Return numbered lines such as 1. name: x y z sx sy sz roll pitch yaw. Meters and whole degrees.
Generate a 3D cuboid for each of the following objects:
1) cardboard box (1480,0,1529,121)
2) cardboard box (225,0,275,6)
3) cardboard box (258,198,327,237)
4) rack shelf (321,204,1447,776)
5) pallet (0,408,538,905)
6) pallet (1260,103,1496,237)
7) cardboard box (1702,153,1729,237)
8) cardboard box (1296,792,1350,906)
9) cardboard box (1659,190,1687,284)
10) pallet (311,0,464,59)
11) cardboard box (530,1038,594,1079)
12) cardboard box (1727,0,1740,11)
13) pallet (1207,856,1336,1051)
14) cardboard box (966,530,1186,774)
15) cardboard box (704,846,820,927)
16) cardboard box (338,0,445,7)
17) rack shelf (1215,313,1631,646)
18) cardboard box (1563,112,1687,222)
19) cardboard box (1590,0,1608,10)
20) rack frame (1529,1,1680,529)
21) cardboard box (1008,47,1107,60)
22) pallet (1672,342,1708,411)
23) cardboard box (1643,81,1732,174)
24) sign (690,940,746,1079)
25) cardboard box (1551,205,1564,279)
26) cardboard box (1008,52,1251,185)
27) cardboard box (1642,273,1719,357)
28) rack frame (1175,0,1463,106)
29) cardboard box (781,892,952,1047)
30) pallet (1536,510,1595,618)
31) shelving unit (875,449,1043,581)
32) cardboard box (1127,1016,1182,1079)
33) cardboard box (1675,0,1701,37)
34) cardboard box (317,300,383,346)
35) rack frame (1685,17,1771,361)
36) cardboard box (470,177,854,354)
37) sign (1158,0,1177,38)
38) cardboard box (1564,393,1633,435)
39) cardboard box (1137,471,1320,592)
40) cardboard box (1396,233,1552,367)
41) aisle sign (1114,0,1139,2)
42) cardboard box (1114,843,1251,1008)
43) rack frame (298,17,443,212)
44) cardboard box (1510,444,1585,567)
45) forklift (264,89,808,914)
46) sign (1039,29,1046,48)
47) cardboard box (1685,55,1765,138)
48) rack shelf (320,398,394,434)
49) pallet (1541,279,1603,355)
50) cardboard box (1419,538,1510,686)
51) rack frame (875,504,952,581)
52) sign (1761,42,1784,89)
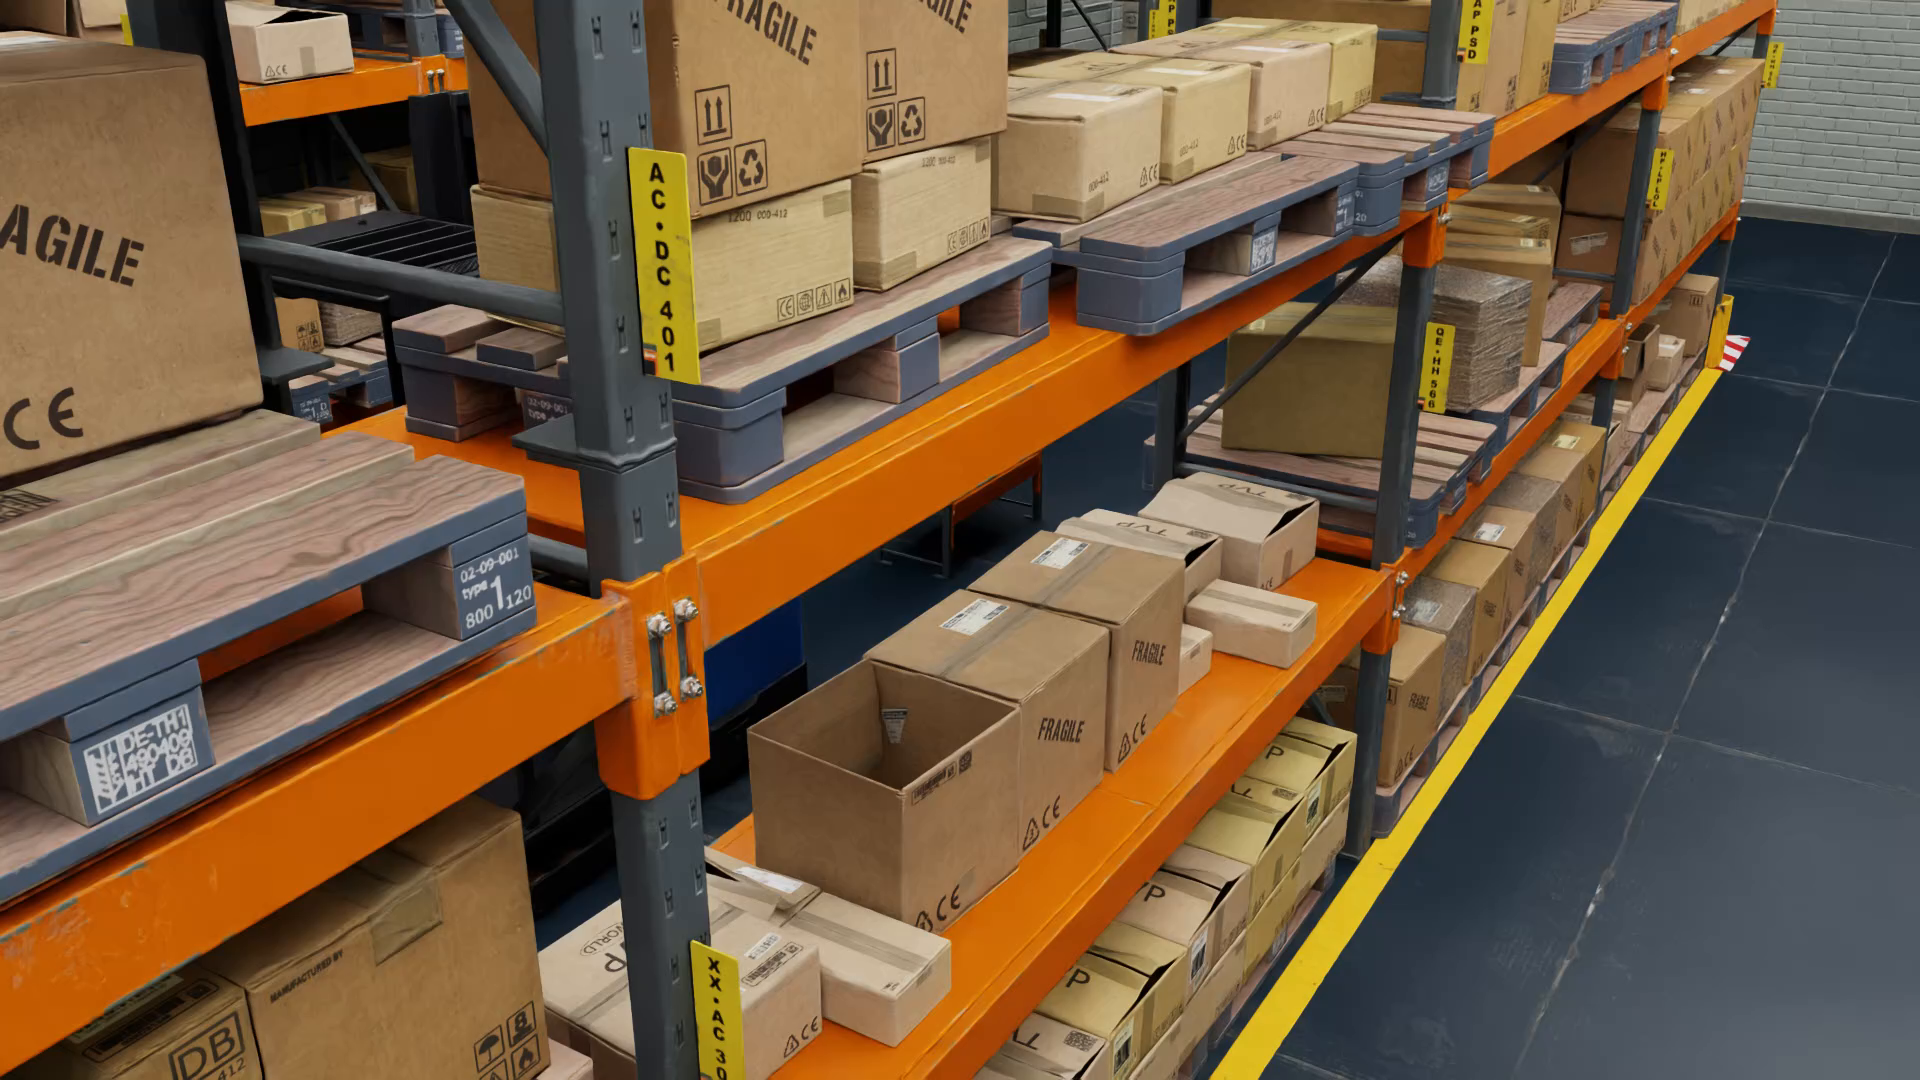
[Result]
1. cardboard box: 1.695 -1.945 6.565 0.910 0.500 0.500 14 27 29
2. cardboard box: -3.561 -2.469 7.752 0.500 0.500 0.500 14 27 29
3. cardboard box: -3.299 -1.544 8.044 0.380 0.149 0.250 9 25 20
4. rack shelf: 0.170 -0.567 4.414 1.077 0.370 4.000 14 27 29
5. pallet: -1.313 0.112 2.052 1.003 0.211 1.213 14 27 29
6. pallet: 0.943 -1.238 5.296 1.213 0.211 1.003 15 28 31
7. cardboard box: 4.901 -2.391 11.370 0.500 0.500 0.500 14 27 29
8. cardboard box: 1.155 1.102 6.361 0.500 0.250 0.500 15 27 30
9. cardboard box: 4.103 -1.880 10.192 0.500 0.500 0.500 14 27 30
10. pallet: -2.691 -2.751 8.791 1.213 0.211 1.003 15 28 31
11. cardboard box: -0.846 0.947 2.844 0.380 0.149 0.250 14 27 29
12. cardboard box: 4.595 -3.472 10.407 0.500 0.250 0.500 14 27 29
13. pallet: 0.758 1.354 6.358 1.003 0.211 1.213 14 27 29
14. cardboard box: 0.354 0.328 5.091 0.500 0.500 0.500 12 26 26
15. cardboard box: -0.577 0.881 4.109 0.396 0.266 0.258 13 27 28
16. cardboard box: -2.783 -3.030 8.517 0.700 0.500 0.500 12 26 25
17. rack shelf: 2.280 -0.541 8.129 1.077 0.370 4.000 14 27 29
18. cardboard box: 3.822 -2.151 9.558 0.500 0.500 0.500 15 27 30
19. cardboard box: 3.007 -3.052 8.469 0.600 0.600 0.600 11 26 24
20. rack frame: 3.335 -1.546 9.545 1.000 3.000 0.127 14 27 29
21. cardboard box: 0.974 -3.896 14.597 0.980 0.700 0.700 15 28 31
22. pallet: 4.985 -1.321 12.537 1.003 0.211 1.213 14 27 29
23. cardboard box: 4.637 -2.673 10.764 0.500 0.500 0.500 15 27 31
24. sign: -0.413 0.836 2.853 0.100 0.325 0.005 14 27 29
25. cardboard box: 3.381 -1.814 10.039 0.500 0.500 0.500 14 27 30
26. cardboard box: 0.461 -1.160 4.538 0.500 0.250 0.500 13 27 28
27. cardboard box: 5.367 -1.716 12.530 0.500 0.500 0.500 14 27 29
28. rack frame: 1.225 -2.949 5.235 1.000 3.000 0.127 14 27 29
29. cardboard box: -0.244 1.013 3.950 0.380 0.149 0.250 14 27 29
30. pallet: 2.938 0.016 9.447 1.003 0.211 1.213 14 27 29
31. shelving unit: 0.004 -0.518 9.532 0.538 1.125 1.048 14 27 29
32. cardboard box: 0.349 1.620 5.165 0.500 0.250 0.500 14 27 30
33. cardboard box: 3.802 -2.966 9.238 0.500 0.250 0.500 14 27 29
34. cardboard box: -3.225 -1.320 8.343 0.700 0.500 0.500 11 26 23
35. rack frame: 5.445 -2.896 12.664 1.000 3.000 0.127 14 27 29
36. cardboard box: -0.552 -0.552 3.134 0.500 0.250 0.500 17 29 34
37. sign: 0.765 -1.924 5.992 0.100 0.325 0.005 14 27 29
38. cardboard box: 4.188 -0.838 10.922 0.380 0.166 0.250 14 27 29
39. cardboard box: 0.996 -0.041 6.182 0.500 0.311 0.500 16 28 32
40. cardboard box: 2.455 -1.175 8.035 0.700 0.500 0.500 7 24 16
41. aisle sign: 1.527 -5.087 14.453 0.394 0.787 0.004 14 27 29
42. cardboard box: 0.621 1.191 5.450 0.500 0.311 0.500 14 27 29
43. rack frame: -2.985 -1.233 8.822 1.000 3.000 0.127 14 27 29
44. cardboard box: 3.050 -0.209 9.050 0.500 0.500 0.500 14 27 29
45. forklift: -1.911 -0.118 6.333 1.130 2.935 3.031 14 27 29
46. sign: 0.766 -4.485 15.144 0.100 0.325 0.005 14 27 29
47. cardboard box: 5.444 -3.193 11.965 0.500 0.500 0.500 14 27 29
48. rack shelf: -4.040 -0.227 7.405 1.077 0.370 4.000 14 27 29
49. pallet: 2.821 -1.211 9.013 1.003 0.211 1.213 14 27 29
50. cardboard box: 2.248 0.310 7.852 0.500 0.500 0.500 13 27 28
51. rack frame: -0.265 -0.347 9.135 0.500 1.125 0.032 14 27 29
52. sign: 5.906 -3.449 12.087 0.100 0.325 0.005 14 27 29
